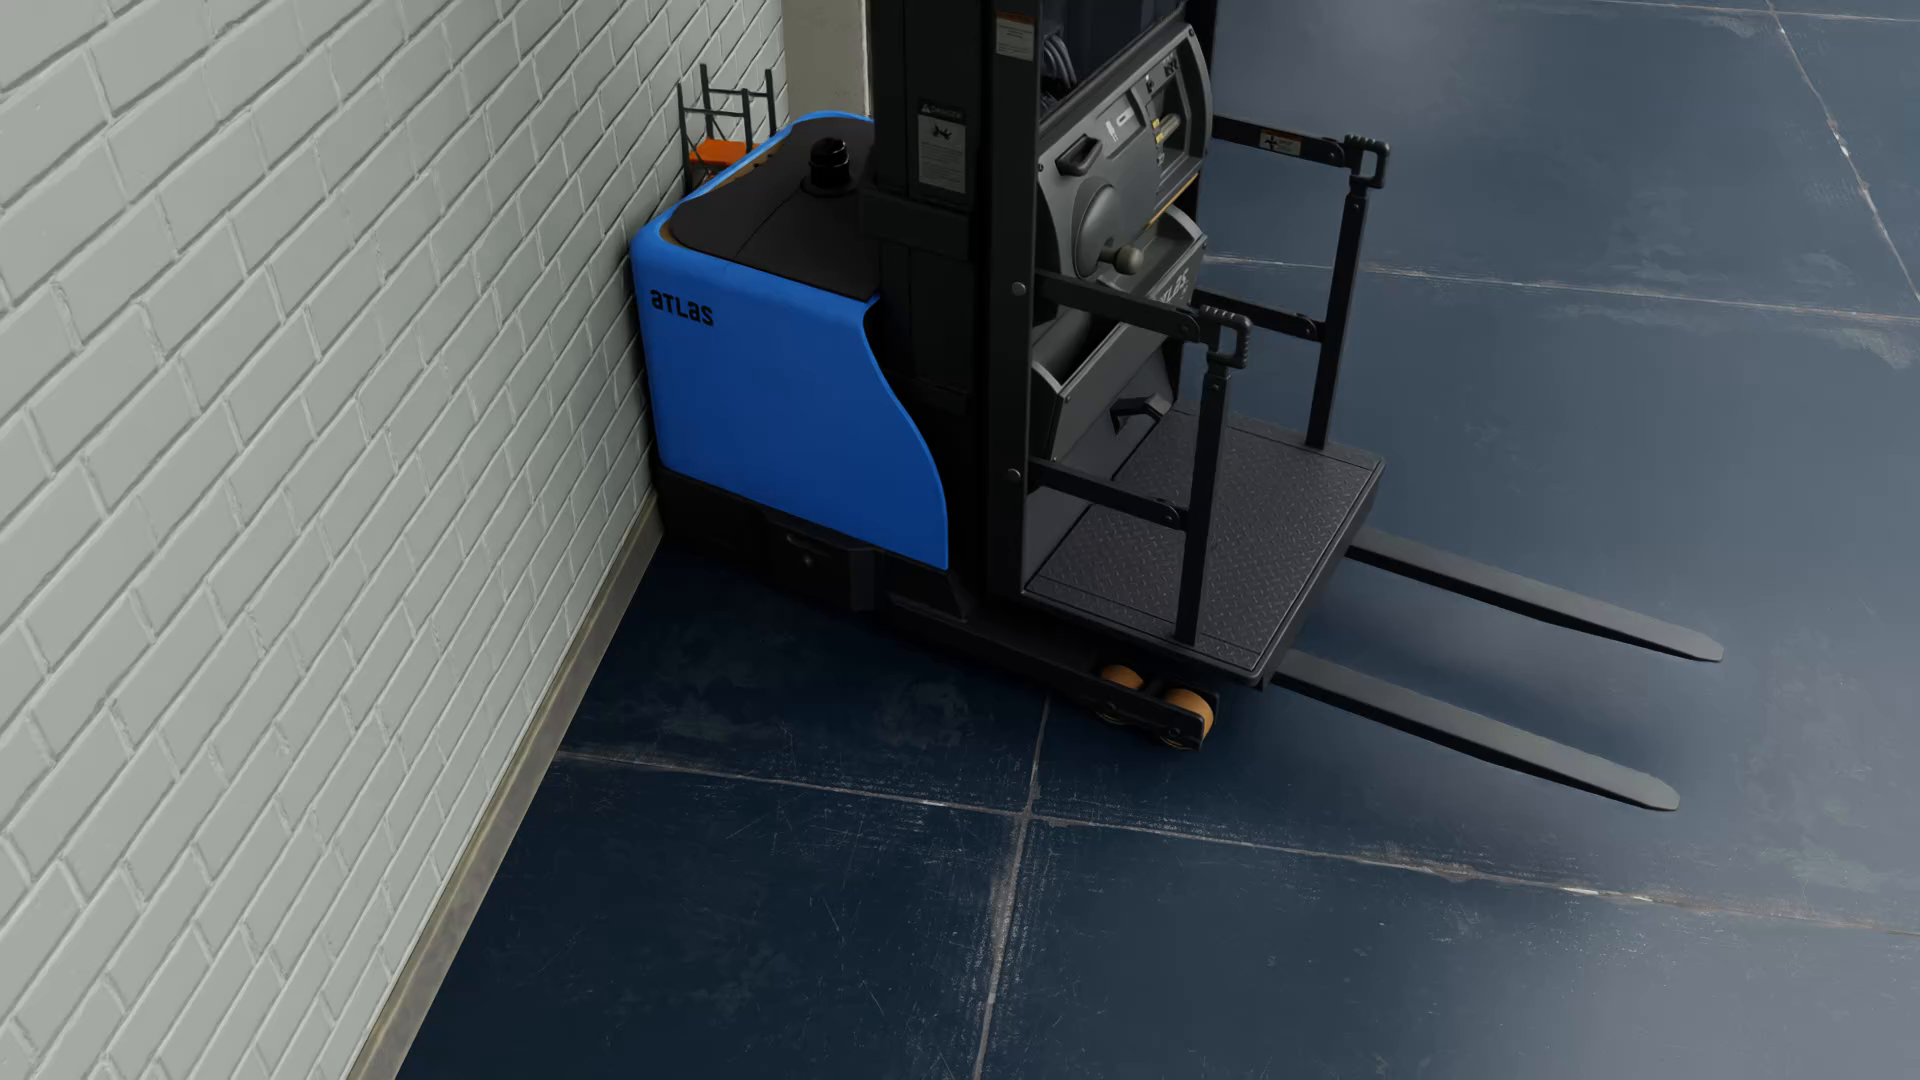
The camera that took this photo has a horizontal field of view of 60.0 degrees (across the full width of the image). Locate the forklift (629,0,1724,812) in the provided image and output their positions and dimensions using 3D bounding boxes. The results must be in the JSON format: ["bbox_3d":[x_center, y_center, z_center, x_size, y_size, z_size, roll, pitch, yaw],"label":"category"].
[{"bbox_3d":[0.605,-0.946,4.094,3.031,2.935,1.130,20,43,22],"label":"forklift"}]

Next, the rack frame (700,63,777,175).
[{"bbox_3d":[-0.682,-0.962,5.464,0.240,1.200,0.006,9,35,15],"label":"rack frame"}]

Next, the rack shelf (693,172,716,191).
[{"bbox_3d":[-0.713,-1.076,5.283,0.258,0.103,0.180,9,35,15],"label":"rack shelf"}]

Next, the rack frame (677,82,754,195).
[{"bbox_3d":[-0.736,-0.864,5.319,0.240,1.200,0.006,9,35,15],"label":"rack frame"}]

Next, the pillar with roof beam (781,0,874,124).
[{"bbox_3d":[3.768,-4.282,3.367,9.100,9.000,0.400,6,40,8],"label":"pillar with roof beam"}]

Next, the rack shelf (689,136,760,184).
[{"bbox_3d":[-0.715,-1.175,5.216,0.258,0.103,0.180,9,35,15],"label":"rack shelf"}]

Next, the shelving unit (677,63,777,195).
[{"bbox_3d":[-0.709,-0.913,5.392,0.258,1.200,0.189,9,35,15],"label":"shelving unit"}]
